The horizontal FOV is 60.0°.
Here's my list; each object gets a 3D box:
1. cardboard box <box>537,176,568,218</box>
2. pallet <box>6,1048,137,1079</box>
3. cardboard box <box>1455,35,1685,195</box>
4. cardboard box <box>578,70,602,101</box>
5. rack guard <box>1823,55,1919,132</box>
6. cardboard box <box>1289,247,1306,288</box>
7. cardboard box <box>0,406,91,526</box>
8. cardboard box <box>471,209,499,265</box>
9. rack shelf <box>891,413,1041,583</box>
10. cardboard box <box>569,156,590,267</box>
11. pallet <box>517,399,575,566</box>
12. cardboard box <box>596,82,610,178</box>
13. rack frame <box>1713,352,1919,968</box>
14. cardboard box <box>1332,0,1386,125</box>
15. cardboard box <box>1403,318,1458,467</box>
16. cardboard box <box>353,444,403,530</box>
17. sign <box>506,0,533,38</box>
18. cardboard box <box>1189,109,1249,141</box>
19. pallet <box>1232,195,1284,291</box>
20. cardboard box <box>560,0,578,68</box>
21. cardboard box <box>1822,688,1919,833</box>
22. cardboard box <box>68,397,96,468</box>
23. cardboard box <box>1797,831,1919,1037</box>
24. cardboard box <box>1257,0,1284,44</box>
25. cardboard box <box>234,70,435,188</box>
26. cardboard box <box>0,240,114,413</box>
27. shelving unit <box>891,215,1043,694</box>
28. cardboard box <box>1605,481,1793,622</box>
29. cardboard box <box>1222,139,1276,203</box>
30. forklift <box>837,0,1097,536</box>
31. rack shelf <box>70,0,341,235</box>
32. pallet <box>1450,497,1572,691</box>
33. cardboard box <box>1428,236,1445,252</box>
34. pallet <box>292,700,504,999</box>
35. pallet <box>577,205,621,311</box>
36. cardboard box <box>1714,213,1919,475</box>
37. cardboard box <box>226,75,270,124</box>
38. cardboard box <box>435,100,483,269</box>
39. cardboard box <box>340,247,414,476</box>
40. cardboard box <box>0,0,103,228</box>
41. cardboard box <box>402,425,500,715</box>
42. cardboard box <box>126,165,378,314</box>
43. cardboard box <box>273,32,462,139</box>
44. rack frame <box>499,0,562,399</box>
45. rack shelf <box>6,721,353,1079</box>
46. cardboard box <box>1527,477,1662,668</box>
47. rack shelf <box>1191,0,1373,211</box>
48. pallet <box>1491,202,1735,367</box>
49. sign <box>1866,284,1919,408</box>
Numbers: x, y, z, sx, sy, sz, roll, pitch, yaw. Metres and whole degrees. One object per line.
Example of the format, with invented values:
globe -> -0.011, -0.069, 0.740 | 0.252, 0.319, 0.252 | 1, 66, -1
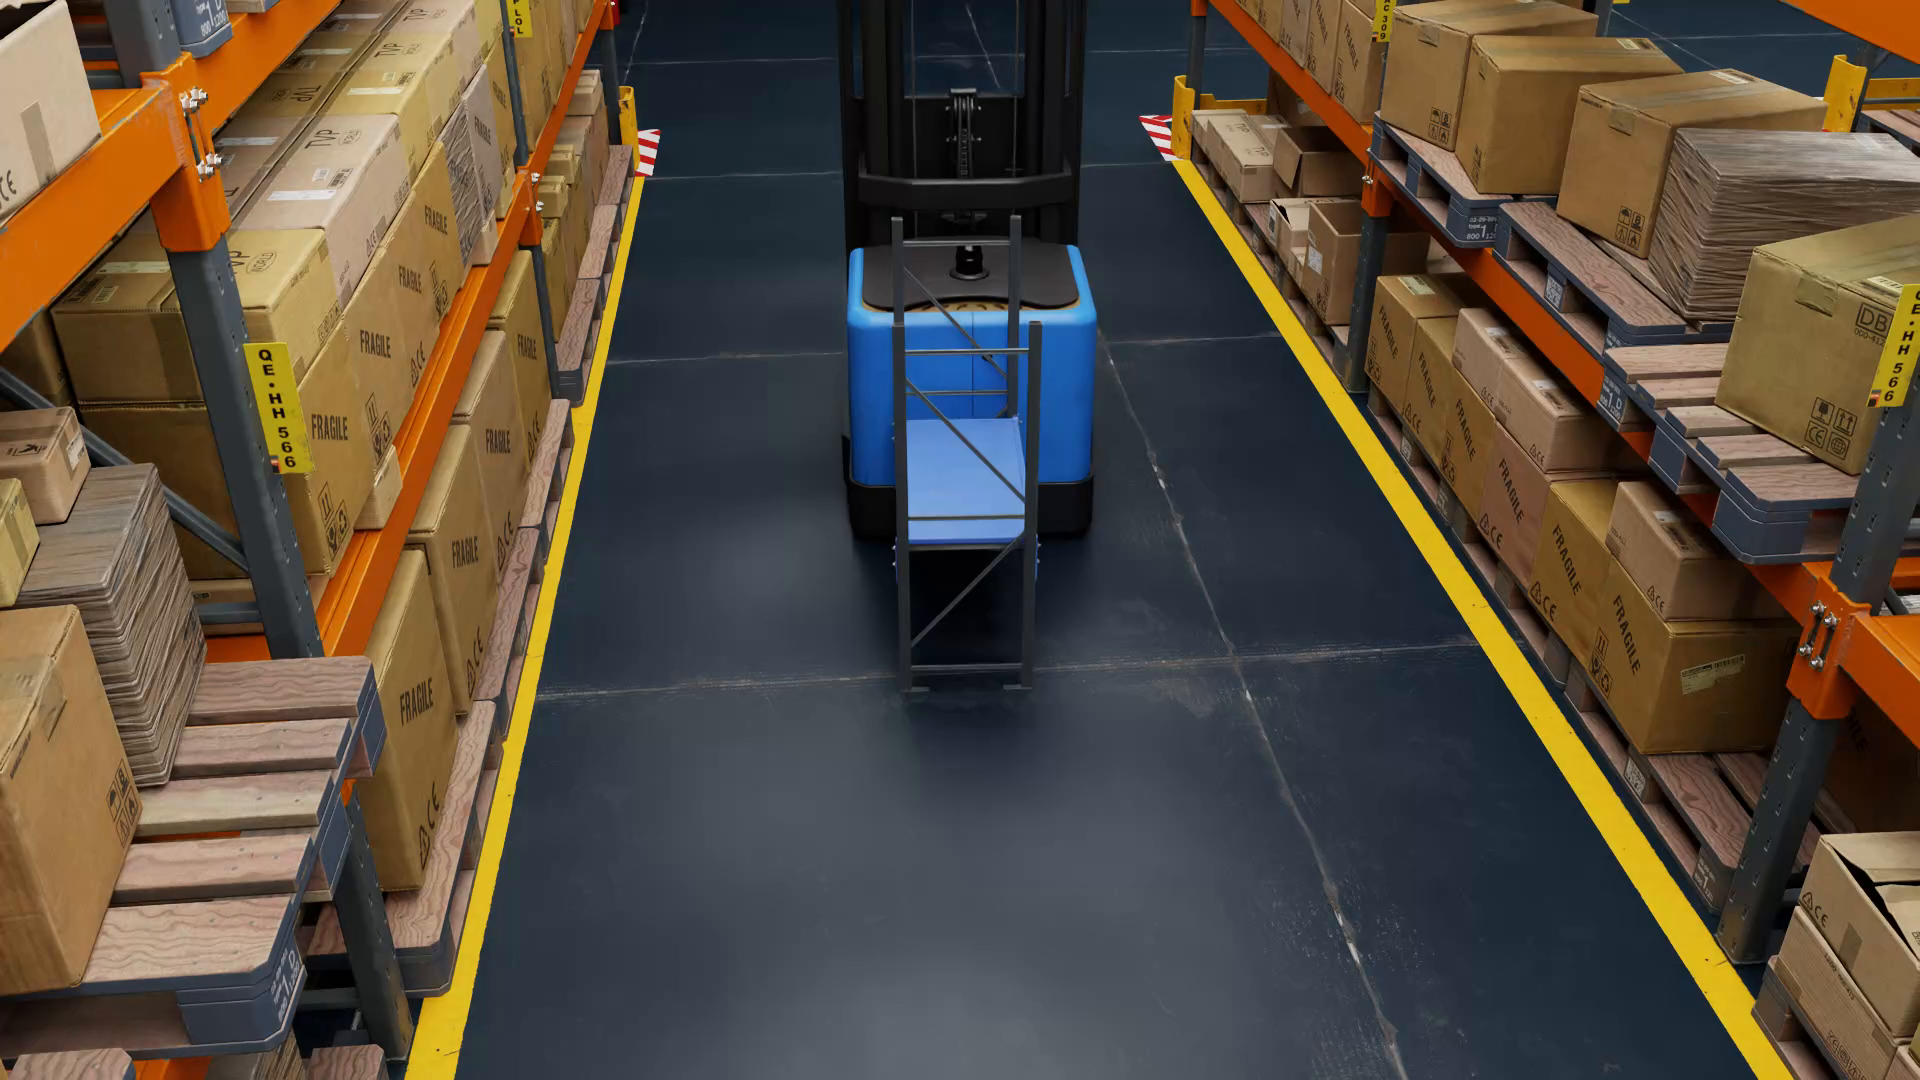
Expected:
cardboard box -> -2.275, -1.800, 8.733 | 0.380, 0.149, 0.250 | -2, 31, -3
pallet -> -1.858, 1.289, 2.353 | 1.003, 0.211, 1.213 | -3, 31, -5
cardboard box -> 2.423, -1.706, 6.673 | 0.700, 0.500, 0.500 | 2, 31, 3
cardboard box -> -2.473, -2.862, 10.512 | 0.380, 0.149, 0.250 | -3, 31, -5
rack guard -> 7.017, -3.299, 12.286 | 1.175, 0.500, 0.348 | -3, 31, -5
cardboard box -> 2.044, -1.514, 9.210 | 0.380, 0.149, 0.250 | -3, 31, -5
cardboard box -> -2.022, -0.137, 3.395 | 0.380, 0.149, 0.250 | -7, 32, -11
cardboard box -> -2.034, -1.191, 6.545 | 0.380, 0.149, 0.250 | -3, 31, -5
rack shelf -> 0.005, -0.183, 6.444 | 0.538, 0.185, 1.000 | -1, 31, -2
cardboard box -> -2.515, -1.856, 9.461 | 0.700, 0.500, 0.500 | -2, 31, -3
pallet -> -2.310, -0.256, 7.473 | 1.003, 0.211, 1.213 | -3, 31, -5
cardboard box -> -2.666, -2.641, 10.774 | 0.700, 0.500, 0.500 | -3, 31, -5
rack frame -> 2.848, -0.041, 4.393 | 1.000, 3.000, 0.127 | -3, 31, -5
cardboard box -> 2.172, -2.369, 8.193 | 0.500, 0.500, 0.500 | -2, 31, -4
cardboard box -> 2.338, -0.668, 7.452 | 0.500, 0.500, 0.500 | -2, 31, -4
cardboard box -> -1.839, -0.150, 4.802 | 0.380, 0.149, 0.250 | -2, 31, -3
sign -> -1.918, -2.338, 7.187 | 0.100, 0.325, 0.005 | -3, 31, -5
cardboard box -> 1.798, -2.860, 11.464 | 0.380, 0.149, 0.250 | -3, 31, -5
pallet -> 2.294, -1.861, 10.160 | 1.003, 0.211, 1.213 | -3, 31, -5
cardboard box -> -2.632, -2.994, 9.045 | 0.980, 0.700, 0.700 | -4, 31, -7
cardboard box -> 3.090, 0.597, 5.333 | 0.500, 0.500, 0.500 | -1, 31, -2
cardboard box -> -2.390, -0.209, 4.268 | 0.500, 0.500, 0.500 | -3, 31, -4
cardboard box -> 2.605, 1.000, 4.376 | 0.500, 0.311, 0.500 | -2, 31, -3
cardboard box -> 2.022, -3.154, 9.508 | 0.500, 0.500, 0.500 | -2, 31, -4
cardboard box -> -2.025, -1.337, 5.424 | 0.500, 0.250, 0.500 | -3, 31, -6
cardboard box -> -2.384, -0.522, 4.060 | 0.500, 0.250, 0.500 | -2, 31, -3
shelving unit -> 0.005, -0.337, 6.352 | 0.538, 1.500, 1.048 | -1, 31, -2
cardboard box -> 2.517, 0.027, 5.557 | 0.500, 0.250, 0.500 | -2, 31, -3
cardboard box -> 1.962, -2.332, 10.481 | 0.500, 0.250, 0.500 | -3, 31, -5
forklift -> -0.003, -1.998, 7.737 | 1.130, 2.935, 3.031 | -1, 31, -2
rack shelf -> -2.270, -1.802, 5.117 | 1.077, 0.370, 4.000 | -3, 31, -5
pallet -> 2.705, 0.152, 6.790 | 1.003, 0.211, 1.213 | -3, 31, -5
cardboard box -> 2.560, -1.721, 9.541 | 0.380, 0.166, 0.250 | -3, 31, -5
pallet -> -2.082, 0.989, 5.388 | 1.003, 0.211, 1.213 | -3, 31, -5
pallet -> -2.568, -1.663, 9.828 | 1.003, 0.211, 1.213 | -3, 31, -5
cardboard box -> 2.677, -0.580, 4.789 | 0.700, 0.500, 0.500 | -13, 33, -21
cardboard box -> -2.522, -1.308, 5.377 | 0.500, 0.250, 0.500 | -3, 31, -6
cardboard box -> -2.067, -1.283, 6.065 | 0.500, 0.500, 0.500 | -3, 31, -4
cardboard box -> -1.914, -0.509, 4.770 | 0.500, 0.500, 0.500 | -2, 31, -3
cardboard box -> -1.748, -0.705, 2.647 | 0.500, 0.311, 0.500 | -3, 31, -5
cardboard box -> -2.097, 0.112, 5.825 | 0.750, 0.750, 0.750 | -3, 31, -5
cardboard box -> -1.920, -0.821, 4.561 | 0.500, 0.250, 0.500 | -3, 31, -5
cardboard box -> -2.073, -1.597, 5.860 | 0.500, 0.250, 0.500 | -2, 31, -4
rack frame -> -2.457, -1.844, 7.412 | 1.000, 3.000, 0.127 | -3, 31, -5
rack shelf -> -1.897, 1.528, 2.468 | 1.077, 0.370, 4.000 | -3, 31, -5
cardboard box -> 2.479, 0.113, 6.144 | 0.500, 0.500, 0.500 | -4, 31, -6
rack shelf -> 2.287, -2.795, 9.706 | 1.077, 0.370, 4.000 | -3, 31, -5
pallet -> 2.662, -0.951, 6.104 | 1.003, 0.211, 1.213 | -3, 31, -5
sign -> 2.309, -0.473, 4.065 | 0.100, 0.325, 0.005 | -3, 31, -5
